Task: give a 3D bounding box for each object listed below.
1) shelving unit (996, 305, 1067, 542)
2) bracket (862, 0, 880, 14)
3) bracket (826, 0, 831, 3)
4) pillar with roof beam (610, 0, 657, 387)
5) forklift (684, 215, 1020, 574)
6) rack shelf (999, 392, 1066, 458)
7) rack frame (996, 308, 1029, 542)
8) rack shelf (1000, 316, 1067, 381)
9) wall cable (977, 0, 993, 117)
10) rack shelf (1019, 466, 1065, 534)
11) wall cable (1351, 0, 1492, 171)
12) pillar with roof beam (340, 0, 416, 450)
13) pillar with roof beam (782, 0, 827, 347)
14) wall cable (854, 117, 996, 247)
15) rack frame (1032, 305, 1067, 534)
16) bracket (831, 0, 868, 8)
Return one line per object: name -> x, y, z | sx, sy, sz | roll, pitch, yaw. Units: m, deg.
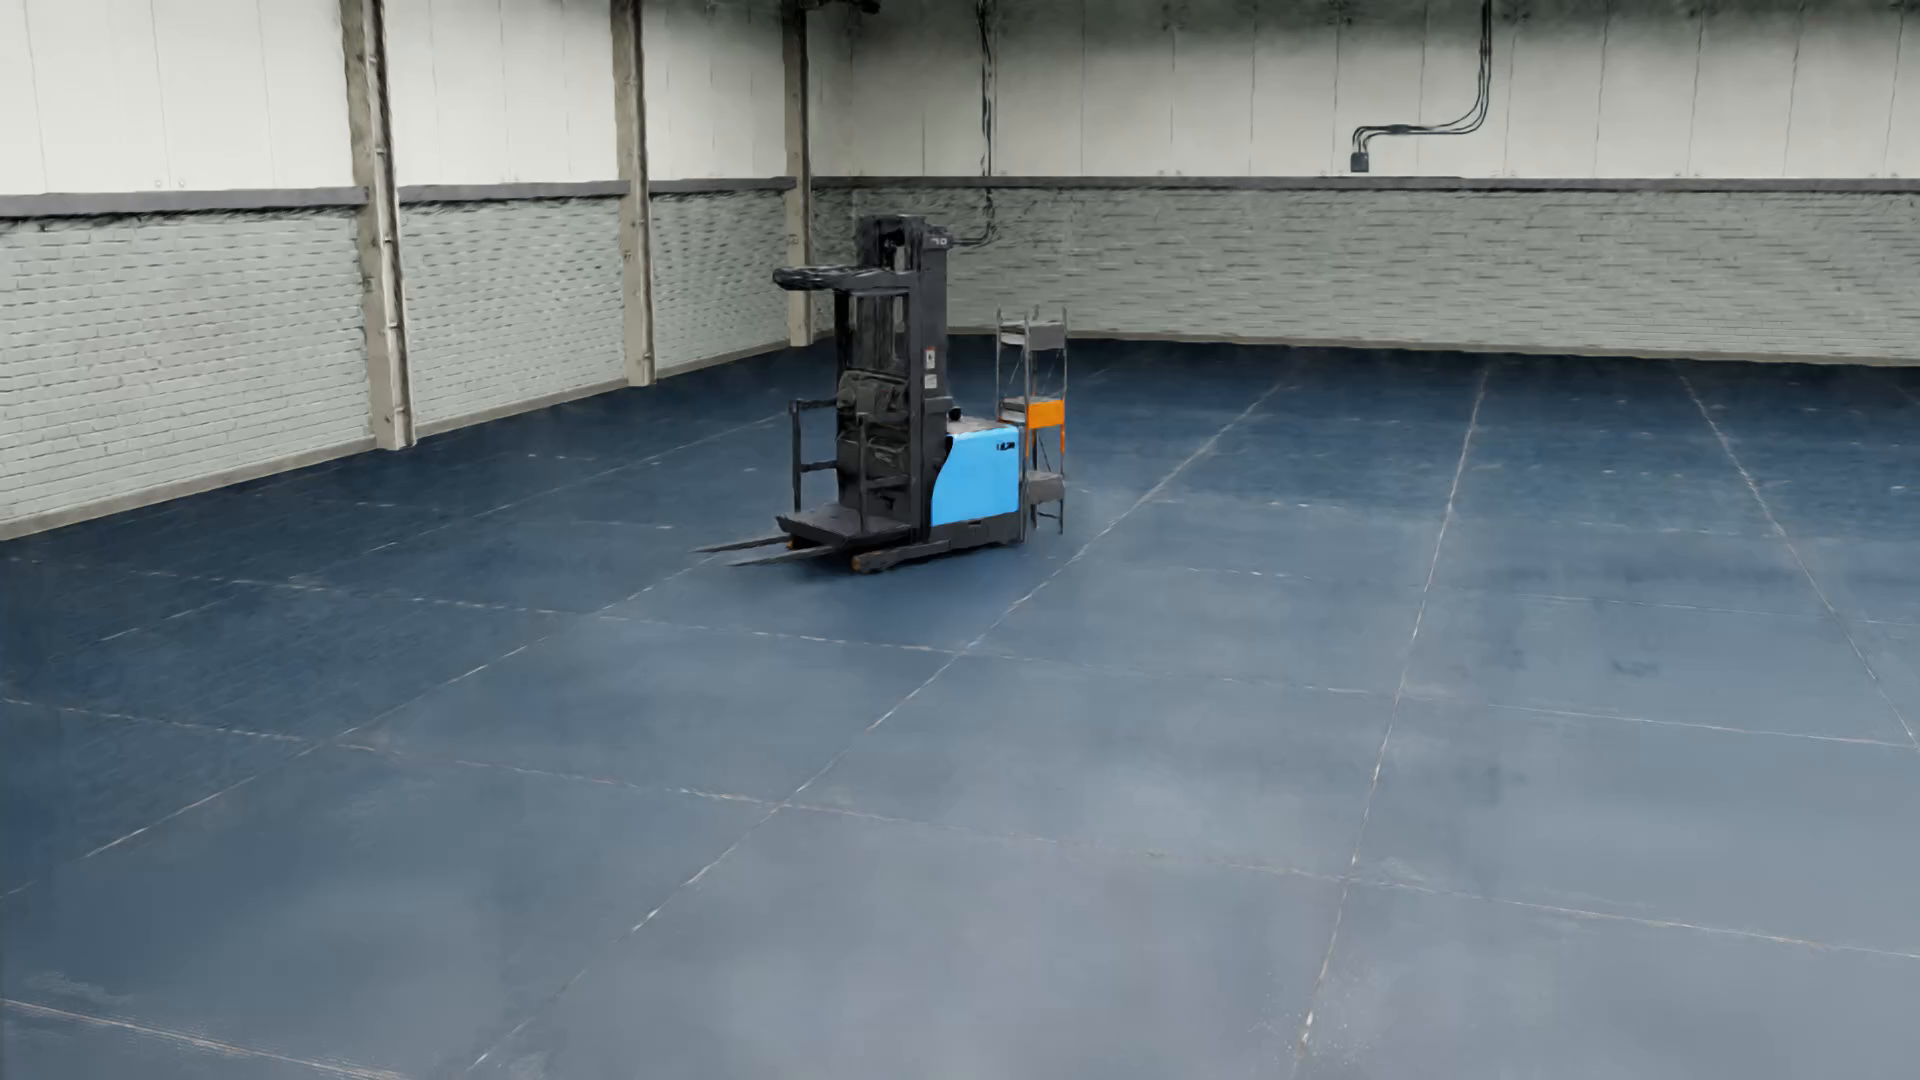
shelving unit -> 0.645, -1.073, 15.231 | 0.503, 2.100, 0.431 | -12, 17, -42
bracket -> -1.745, -10.365, 32.351 | 0.235, 0.232, 0.430 | 4, 14, 18
bracket -> -2.512, -9.866, 30.165 | 0.235, 0.232, 0.430 | 4, 14, 18
pillar with roof beam -> -0.850, -6.476, 23.402 | 9.100, 9.000, 0.400 | 4, 14, 18
forklift -> -0.916, -1.272, 14.236 | 3.031, 2.935, 1.130 | -10, 16, -38
rack shelf -> 0.645, -1.059, 15.234 | 0.480, 0.518, 0.431 | -12, 17, -42
rack frame -> 0.466, -1.036, 15.069 | 0.015, 2.100, 0.400 | -12, 17, -42
rack shelf -> 0.645, -1.742, 15.078 | 0.480, 0.518, 0.431 | -12, 17, -42
wall cable -> 1.782, -9.328, 31.525 | 3.097, 2.526, 0.112 | 4, 14, 18
rack shelf -> 0.645, -0.377, 15.389 | 0.480, 0.518, 0.431 | -12, 17, -42
wall cable -> 8.200, -9.546, 29.207 | 2.305, 6.003, 0.169 | 4, 14, 18
pillar with roof beam -> -2.791, -5.213, 17.867 | 9.100, 9.000, 0.400 | 4, 14, 18
pillar with roof beam -> 1.092, -7.740, 28.937 | 9.100, 9.000, 0.548 | 4, 14, 18
wall cable -> -0.777, -7.061, 32.941 | 3.097, 2.526, 0.112 | 4, 14, 18
rack frame -> 0.824, -1.110, 15.393 | 0.015, 2.100, 0.400 | -12, 17, -42
bracket -> -1.936, -10.241, 31.806 | 0.076, 0.066, 3.189 | 4, 14, 18
